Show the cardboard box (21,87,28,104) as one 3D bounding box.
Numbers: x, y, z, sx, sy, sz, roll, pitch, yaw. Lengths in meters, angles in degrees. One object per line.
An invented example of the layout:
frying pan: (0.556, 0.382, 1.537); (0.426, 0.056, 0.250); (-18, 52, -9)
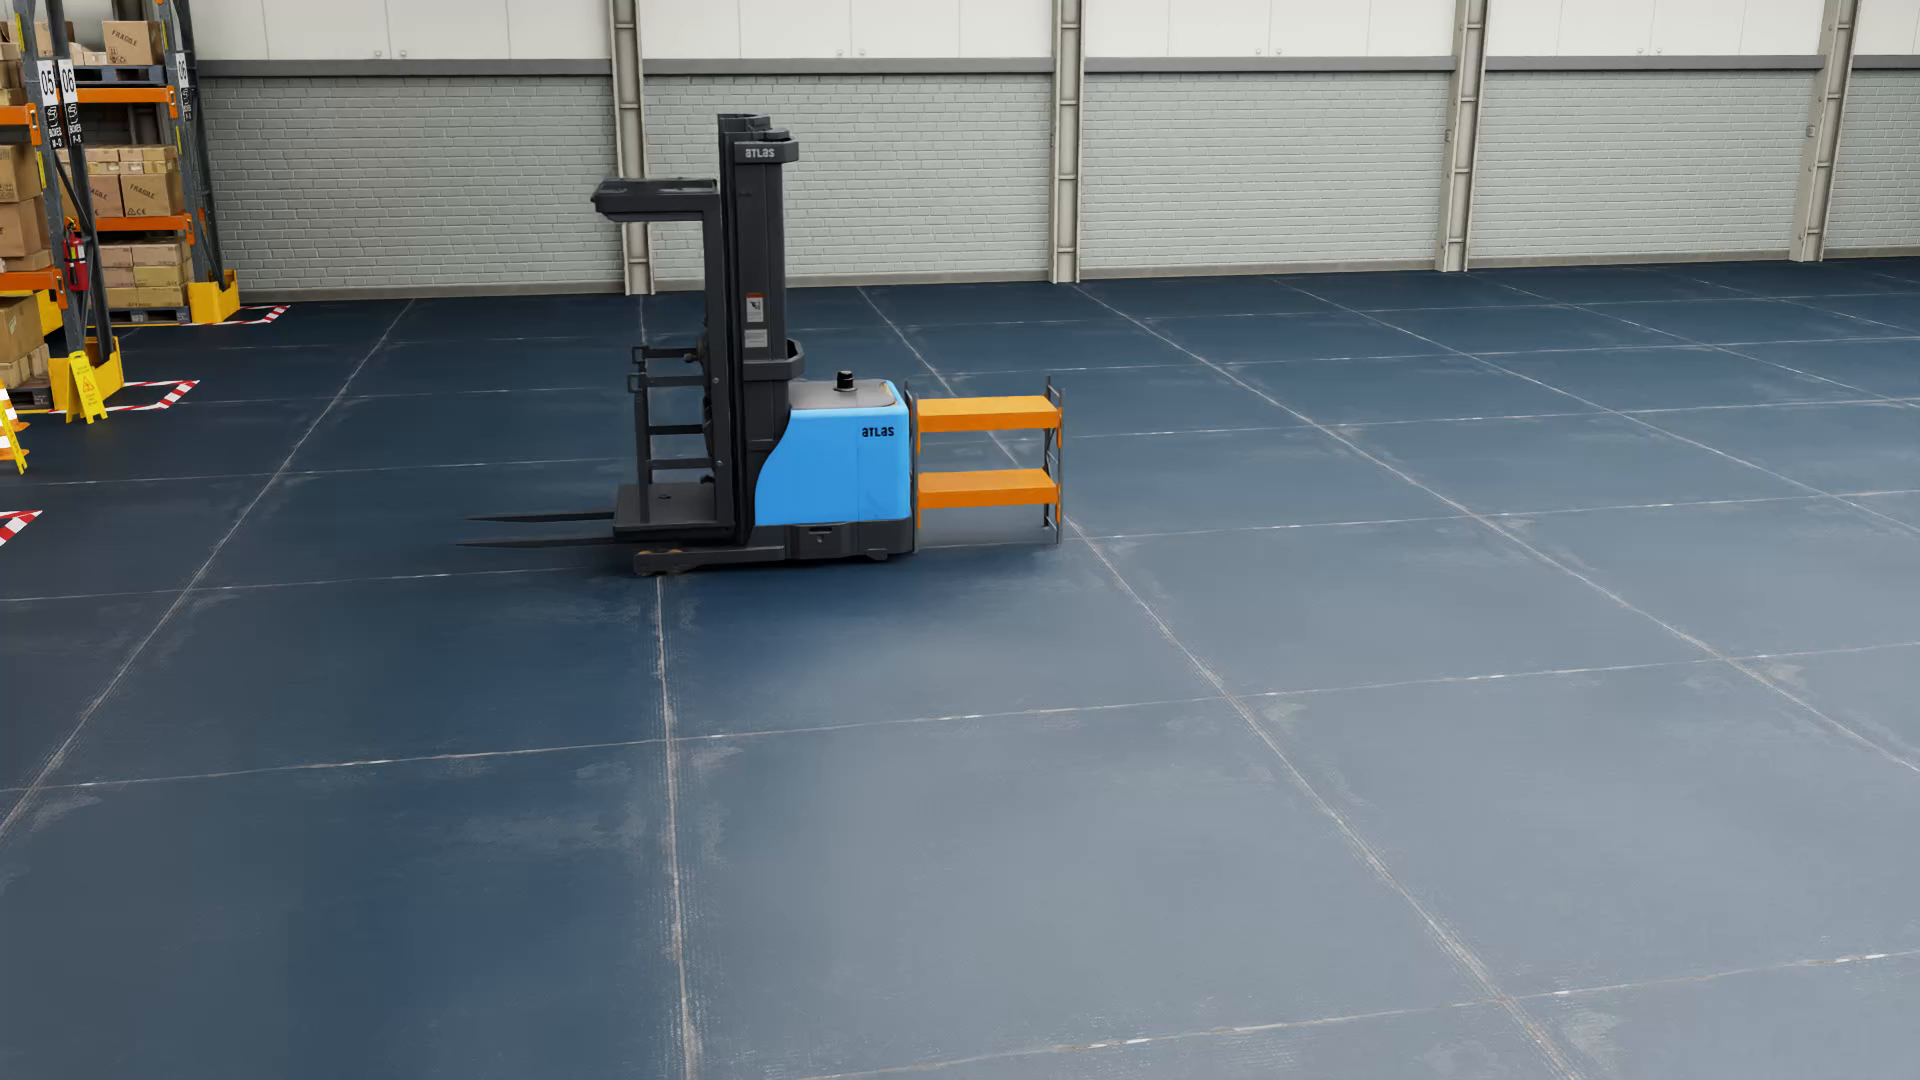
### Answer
cardboard box: (-8.876, -4.231, 15.798); (0.250, 0.149, 0.380); (-3, 17, -10)

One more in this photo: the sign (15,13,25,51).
sign: (-8.403, -4.538, 14.862); (0.005, 0.325, 0.100); (-3, 17, -10)

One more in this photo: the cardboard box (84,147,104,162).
cardboard box: (-10.493, -4.655, 20.077); (0.250, 0.149, 0.380); (-3, 17, -10)

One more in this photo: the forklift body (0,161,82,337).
forklift body: (-10.950, -3.236, 18.684); (1.214, 2.155, 2.313); (-3, 17, -10)

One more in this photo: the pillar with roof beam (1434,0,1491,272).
pillar with roof beam: (8.201, -7.123, 19.678); (0.400, 9.000, 9.100); (-3, 17, -10)

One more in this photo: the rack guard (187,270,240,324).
rack guard: (-9.411, -3.080, 20.987); (0.348, 0.500, 1.175); (-3, 17, -10)

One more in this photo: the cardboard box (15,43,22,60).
cardboard box: (-8.877, -4.576, 15.563); (0.250, 0.149, 0.380); (-3, 17, -11)

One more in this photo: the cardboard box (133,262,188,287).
cardboard box: (-9.853, -3.281, 20.502); (0.500, 0.250, 0.500); (-3, 17, -11)

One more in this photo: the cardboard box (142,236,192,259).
cardboard box: (-9.942, -3.665, 20.901); (0.500, 0.250, 0.500); (-4, 17, -11)

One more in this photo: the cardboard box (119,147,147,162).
cardboard box: (-9.982, -4.670, 20.125); (0.250, 0.149, 0.380); (-3, 17, -10)

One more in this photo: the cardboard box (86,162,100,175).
cardboard box: (-10.479, -4.501, 20.081); (0.250, 0.149, 0.380); (-3, 17, -11)

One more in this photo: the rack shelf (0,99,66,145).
rack shelf: (-10.453, -3.821, 15.260); (4.000, 0.370, 1.077); (-3, 17, -10)

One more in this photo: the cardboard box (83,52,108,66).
cardboard box: (-10.190, -5.702, 19.700); (0.250, 0.149, 0.380); (-4, 17, -12)

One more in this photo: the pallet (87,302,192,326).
pallet: (-10.177, -2.885, 20.847); (1.213, 0.211, 1.003); (-3, 17, -10)

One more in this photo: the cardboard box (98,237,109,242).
cardboard box: (-10.925, -3.612, 20.726); (0.500, 0.250, 0.500); (-3, 17, -11)

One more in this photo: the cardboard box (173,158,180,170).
cardboard box: (-9.816, -4.687, 20.687); (0.250, 0.149, 0.380); (-4, 17, -12)

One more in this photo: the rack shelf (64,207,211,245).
rack shelf: (-11.398, -3.818, 20.358); (4.000, 0.370, 1.077); (-3, 17, -10)

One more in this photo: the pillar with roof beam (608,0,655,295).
pillar with roof beam: (-3.581, -6.455, 17.502); (0.400, 9.000, 9.100); (-3, 17, -10)

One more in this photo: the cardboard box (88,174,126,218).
cardboard box: (-10.379, -4.192, 20.179); (0.500, 0.500, 0.500); (-3, 17, -9)

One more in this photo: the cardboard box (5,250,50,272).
cardboard box: (-8.816, -2.640, 15.725); (0.250, 0.149, 0.380); (-3, 17, -9)

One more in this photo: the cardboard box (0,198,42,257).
cardboard box: (-8.970, -2.923, 15.542); (0.500, 0.500, 0.500); (-4, 17, -11)

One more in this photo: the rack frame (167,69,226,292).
rack frame: (-9.434, -4.273, 20.615); (0.127, 3.000, 1.000); (-3, 17, -10)

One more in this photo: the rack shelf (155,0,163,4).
rack shelf: (-11.398, -6.494, 19.536); (4.000, 0.370, 1.077); (-3, 17, -10)

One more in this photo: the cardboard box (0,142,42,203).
cardboard box: (-8.949, -3.419, 15.454); (0.500, 0.500, 0.700); (-4, 17, -12)

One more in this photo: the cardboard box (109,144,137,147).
cardboard box: (-10.324, -4.792, 20.524); (0.250, 0.149, 0.380); (-3, 17, -9)

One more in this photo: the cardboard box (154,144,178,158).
cardboard box: (-9.805, -4.816, 20.601); (0.250, 0.149, 0.380); (-4, 17, -12)

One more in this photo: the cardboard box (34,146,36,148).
cardboard box: (-11.329, -4.738, 20.348); (0.250, 0.149, 0.380); (-3, 17, -10)

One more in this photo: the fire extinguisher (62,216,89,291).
fire extinguisher: (-8.289, -2.679, 15.557); (0.183, 0.674, 0.296); (-3, 17, -10)

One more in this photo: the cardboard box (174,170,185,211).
cardboard box: (-9.973, -4.373, 20.771); (0.500, 0.500, 0.500); (-3, 17, -9)

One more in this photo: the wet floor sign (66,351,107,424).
wet floor sign: (-8.099, -1.419, 15.333); (0.232, 0.644, 0.267); (3, 17, 9)

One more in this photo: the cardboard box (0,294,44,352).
cardboard box: (-9.357, -2.120, 16.297); (0.500, 0.500, 0.500); (-4, 17, -12)

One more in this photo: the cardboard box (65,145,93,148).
cardboard box: (-10.824, -4.761, 20.422); (0.250, 0.149, 0.380); (-3, 17, -9)

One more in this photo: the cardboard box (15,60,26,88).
cardboard box: (-9.033, -4.396, 15.654); (0.500, 0.250, 0.500); (-4, 17, -11)

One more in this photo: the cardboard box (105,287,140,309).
cardboard box: (-10.326, -3.017, 20.494); (0.500, 0.250, 0.500); (-3, 17, -10)

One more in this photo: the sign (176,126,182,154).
sign: (-9.345, -4.783, 19.899); (0.005, 0.325, 0.100); (-3, 17, -10)

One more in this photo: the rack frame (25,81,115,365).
rack frame: (-8.489, -2.842, 15.957); (0.127, 3.000, 1.000); (-3, 17, -10)

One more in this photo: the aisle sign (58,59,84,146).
aisle sign: (-8.487, -4.178, 15.878); (0.004, 0.787, 0.394); (-3, 17, -10)

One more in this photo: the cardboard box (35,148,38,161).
cardboard box: (-10.980, -4.592, 19.873); (0.250, 0.149, 0.380); (-3, 17, -9)

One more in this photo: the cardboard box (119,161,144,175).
cardboard box: (-9.967, -4.508, 20.105); (0.250, 0.149, 0.380); (-3, 17, -10)

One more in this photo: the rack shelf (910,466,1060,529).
rack shelf: (0.161, -0.307, 11.729); (1.000, 0.278, 0.538); (-3, 17, -9)

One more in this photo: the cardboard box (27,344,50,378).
cardboard box: (-9.333, -1.764, 16.412); (0.500, 0.250, 0.500); (-3, 17, -11)

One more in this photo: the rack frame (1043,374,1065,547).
rack frame: (0.663, -0.565, 11.735); (0.032, 1.125, 0.500); (-3, 17, -9)

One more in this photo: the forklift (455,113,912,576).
forklift: (-1.889, -1.328, 11.142); (3.031, 2.935, 1.130); (-3, 17, -9)

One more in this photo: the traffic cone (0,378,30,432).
traffic cone: (-8.666, -1.234, 15.041); (0.334, 0.463, 0.336); (-3, 17, -10)

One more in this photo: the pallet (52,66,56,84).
pallet: (-11.334, -5.564, 19.859); (1.213, 0.211, 1.003); (-3, 17, -10)

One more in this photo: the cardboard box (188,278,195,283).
cardboard box: (-9.954, -3.188, 21.052); (0.500, 0.250, 0.500); (-3, 17, -10)

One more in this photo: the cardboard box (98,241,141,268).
cardboard box: (-10.327, -3.492, 20.336); (0.500, 0.250, 0.500); (-3, 17, -9)

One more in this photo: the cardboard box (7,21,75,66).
cardboard box: (-10.847, -5.880, 19.683); (0.500, 0.500, 0.700); (-3, 17, -10)

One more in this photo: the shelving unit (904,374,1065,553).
shelving unit: (0.161, -0.541, 11.658); (1.048, 1.125, 0.538); (-3, 17, -9)
